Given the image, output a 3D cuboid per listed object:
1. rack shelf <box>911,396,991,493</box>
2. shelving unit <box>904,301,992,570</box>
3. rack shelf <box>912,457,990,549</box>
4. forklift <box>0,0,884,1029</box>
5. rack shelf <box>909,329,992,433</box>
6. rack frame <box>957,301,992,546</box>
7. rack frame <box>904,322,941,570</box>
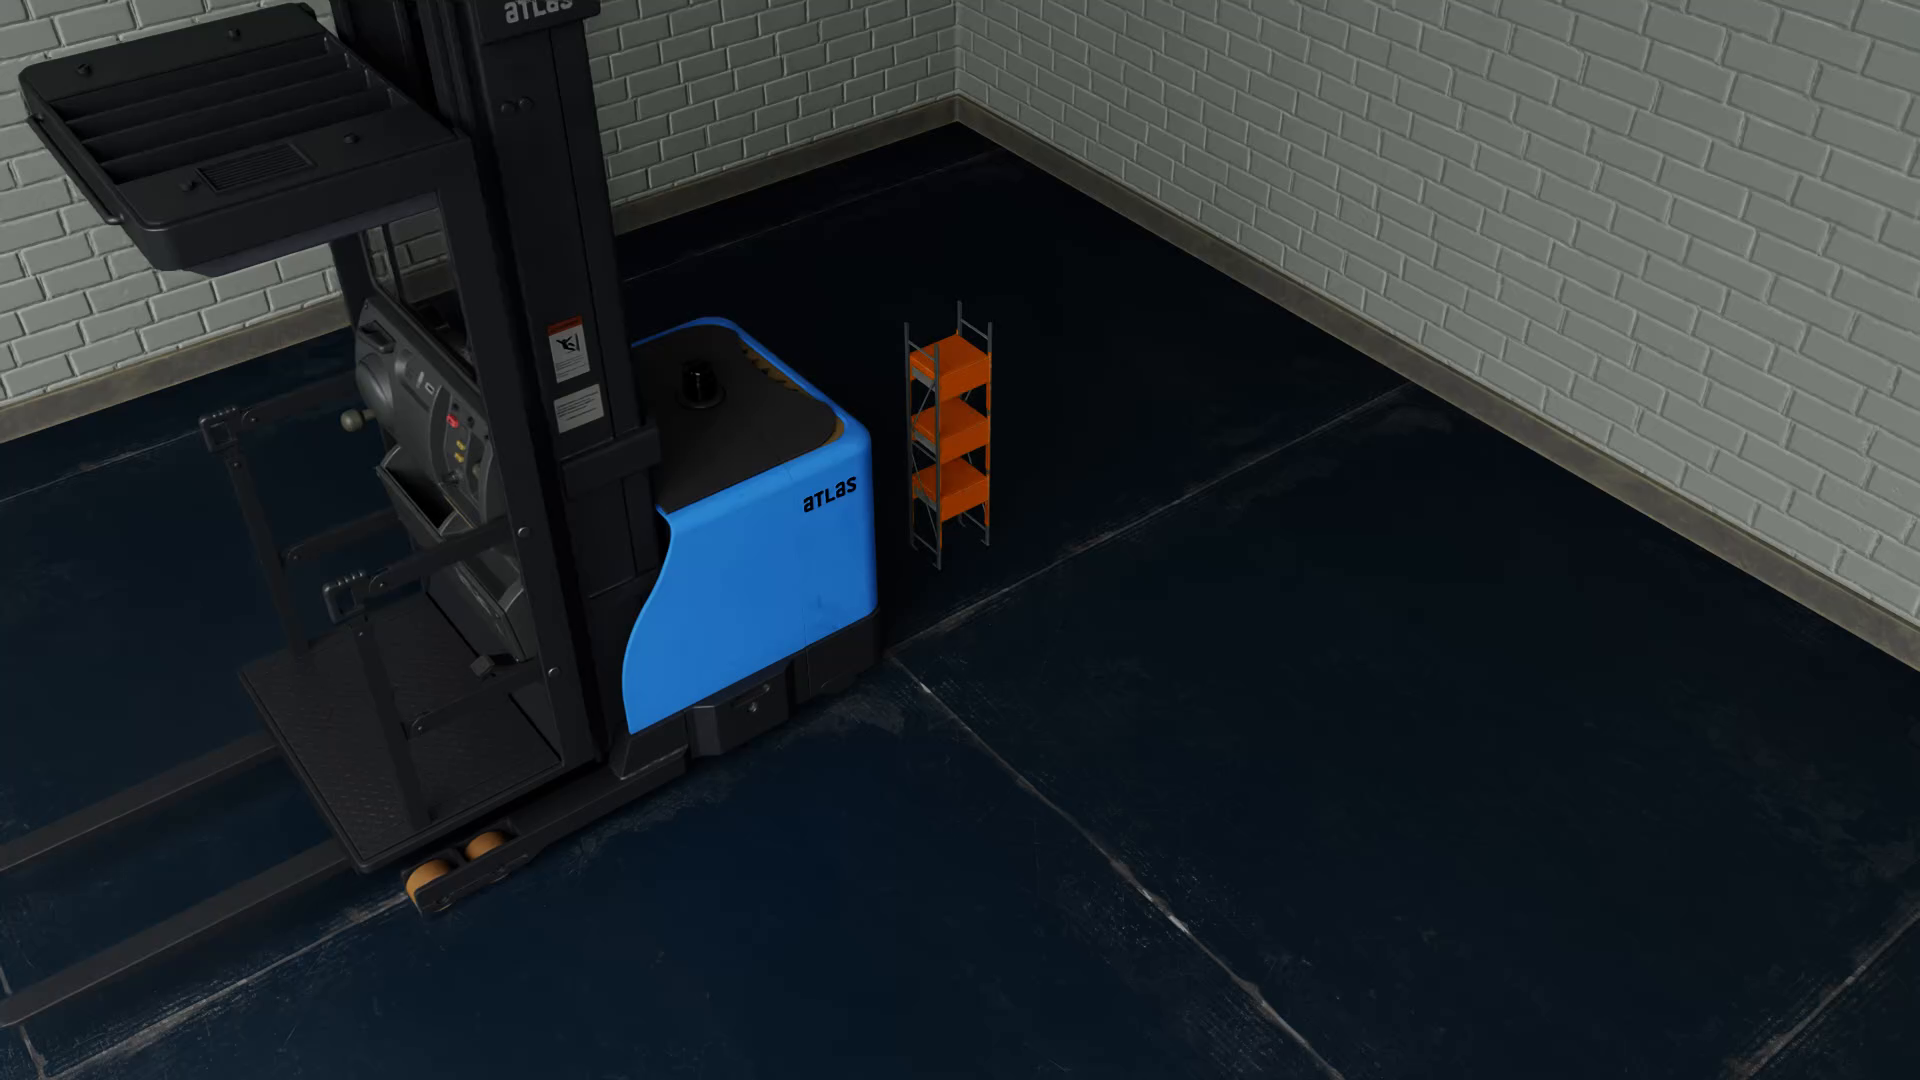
[{"bbox_3d":[-0.042,-0.377,6.399,0.240,0.259,0.215,-26,46,-28],"label":"rack shelf"},{"bbox_3d":[-0.042,-0.385,6.392,0.252,1.050,0.215,-26,46,-28],"label":"shelving unit"},{"bbox_3d":[-0.042,-0.162,6.575,0.240,0.259,0.215,-26,46,-28],"label":"rack shelf"},{"bbox_3d":[-1.754,-0.329,4.840,3.031,2.935,1.130,-26,46,-28],"label":"forklift"},{"bbox_3d":[-0.042,-0.596,6.219,0.240,0.259,0.215,-26,46,-28],"label":"rack shelf"},{"bbox_3d":[0.054,-0.432,6.449,0.008,1.050,0.200,-26,46,-28],"label":"rack frame"},{"bbox_3d":[-0.139,-0.338,6.334,0.008,1.050,0.200,-26,46,-28],"label":"rack frame"}]
